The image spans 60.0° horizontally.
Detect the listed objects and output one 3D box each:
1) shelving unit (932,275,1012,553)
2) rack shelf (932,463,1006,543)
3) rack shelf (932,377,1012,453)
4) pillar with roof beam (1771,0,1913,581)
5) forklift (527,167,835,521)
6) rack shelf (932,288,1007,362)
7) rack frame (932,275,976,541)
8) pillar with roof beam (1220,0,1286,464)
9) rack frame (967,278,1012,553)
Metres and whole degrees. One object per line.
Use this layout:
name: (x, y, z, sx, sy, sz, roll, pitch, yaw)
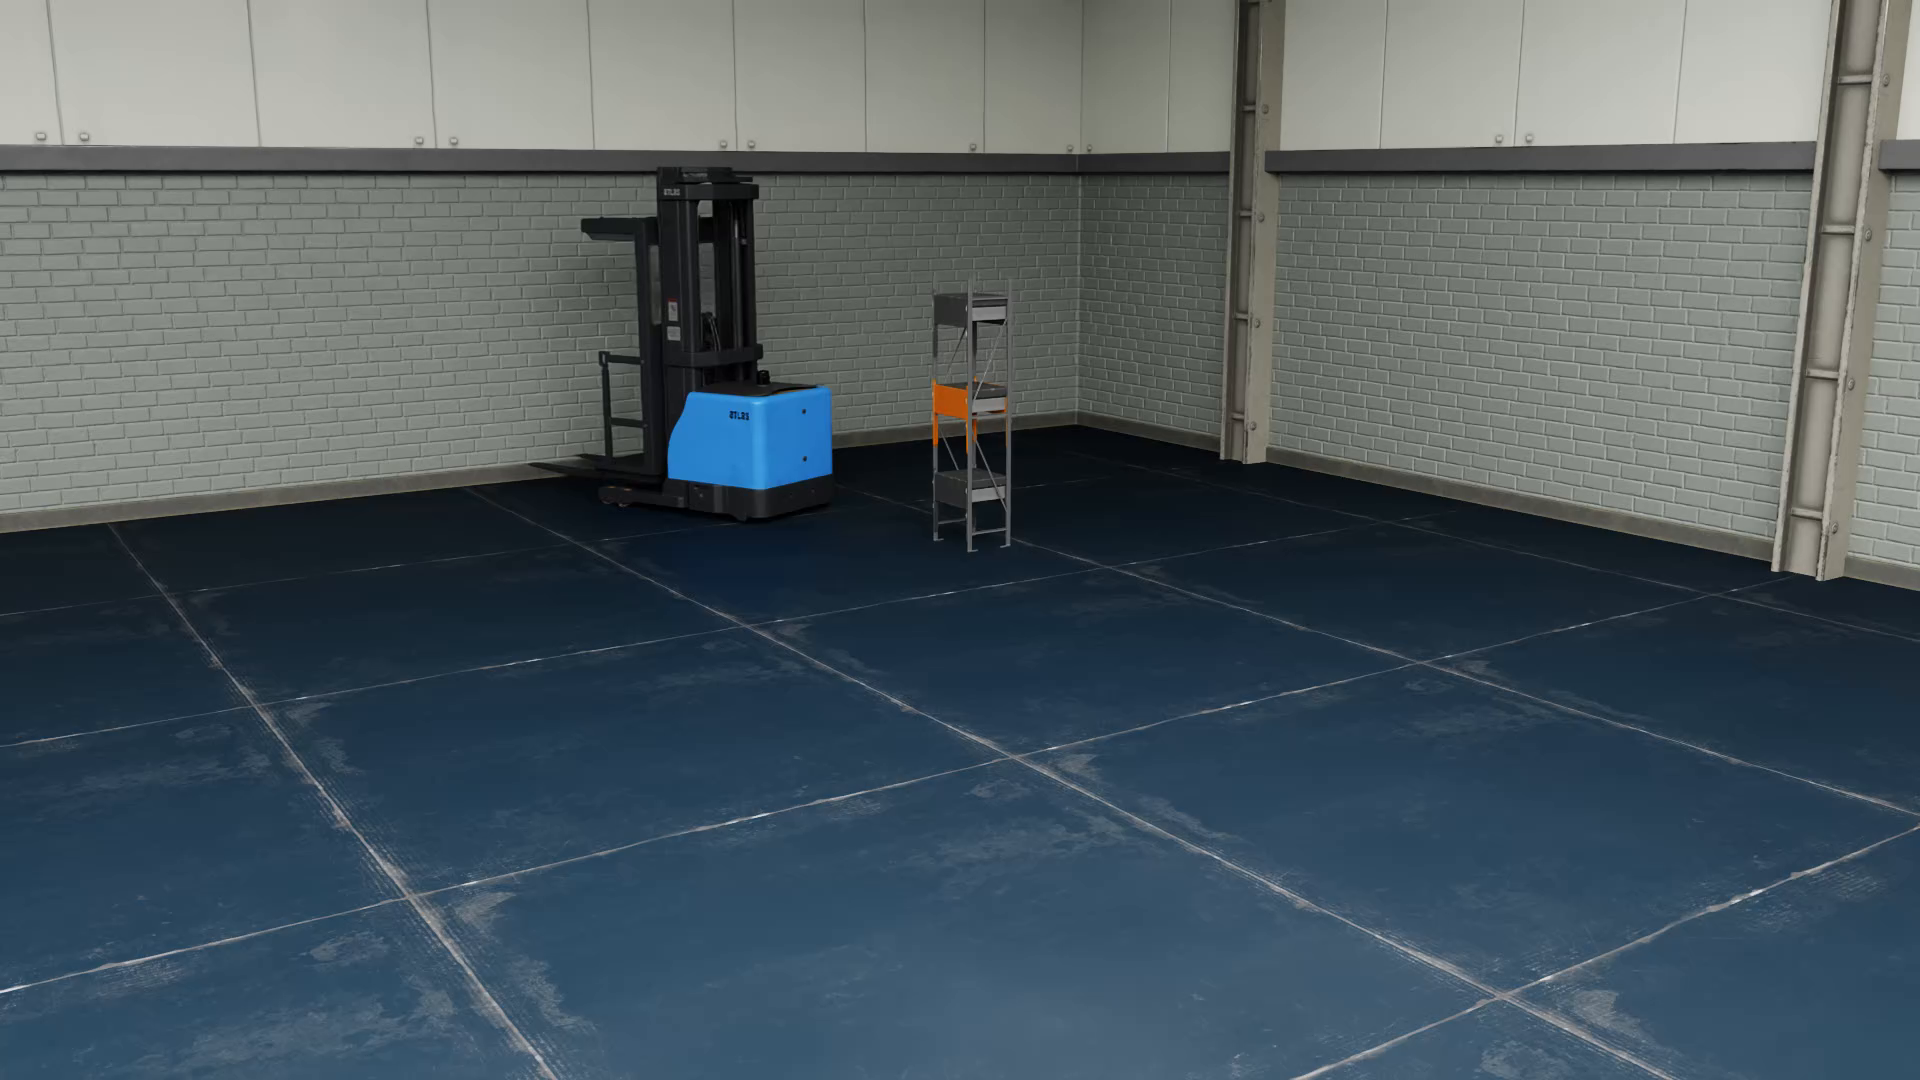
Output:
shelving unit: (0.092, -0.996, 13.003, 0.431, 2.100, 0.503, -8, 15, -33)
rack shelf: (0.092, -0.299, 13.155, 0.431, 0.518, 0.480, -8, 15, -33)
rack shelf: (0.092, -0.983, 13.006, 0.431, 0.518, 0.480, -8, 15, -33)
pillar with roof beam: (2.662, -3.643, 8.958, 9.100, 9.000, 0.400, -8, 15, -33)
forklift: (-2.612, -1.807, 14.764, 3.031, 2.935, 1.130, 8, 15, 33)
rack shelf: (0.092, -1.667, 12.856, 0.431, 0.518, 0.480, -8, 15, -33)
rack frame: (-0.043, -1.040, 13.201, 0.400, 2.100, 0.015, -8, 15, -33)
pillar with roof beam: (-0.663, -4.710, 13.838, 9.100, 9.000, 0.400, -8, 15, -33)
rack frame: (0.227, -0.953, 12.804, 0.400, 2.100, 0.015, -8, 15, -33)
